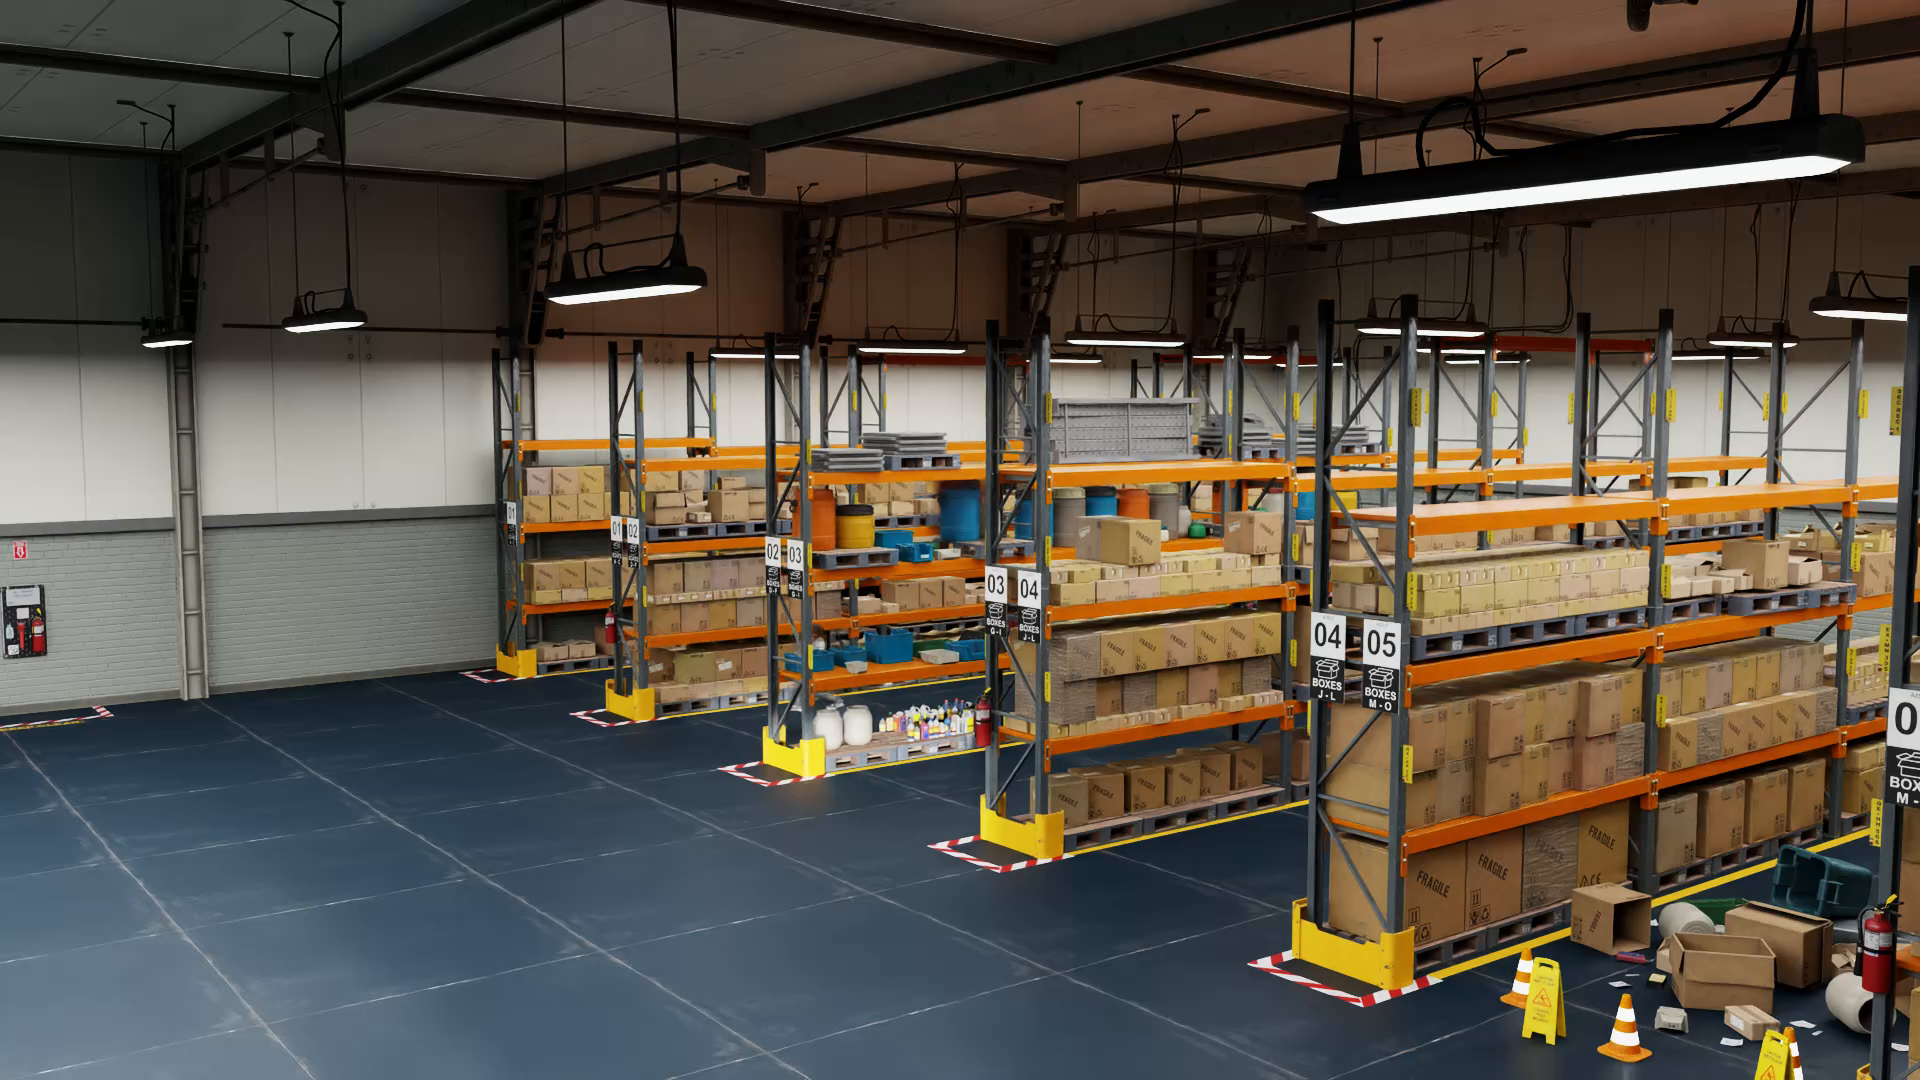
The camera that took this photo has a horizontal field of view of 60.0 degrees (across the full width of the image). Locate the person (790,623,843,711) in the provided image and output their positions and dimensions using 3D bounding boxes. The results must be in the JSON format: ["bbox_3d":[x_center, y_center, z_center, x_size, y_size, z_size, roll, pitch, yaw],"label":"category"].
[{"bbox_3d":[-2.241,1.965,25.646,0.922,1.389,0.442,-2,5,-20],"label":"person"}]
